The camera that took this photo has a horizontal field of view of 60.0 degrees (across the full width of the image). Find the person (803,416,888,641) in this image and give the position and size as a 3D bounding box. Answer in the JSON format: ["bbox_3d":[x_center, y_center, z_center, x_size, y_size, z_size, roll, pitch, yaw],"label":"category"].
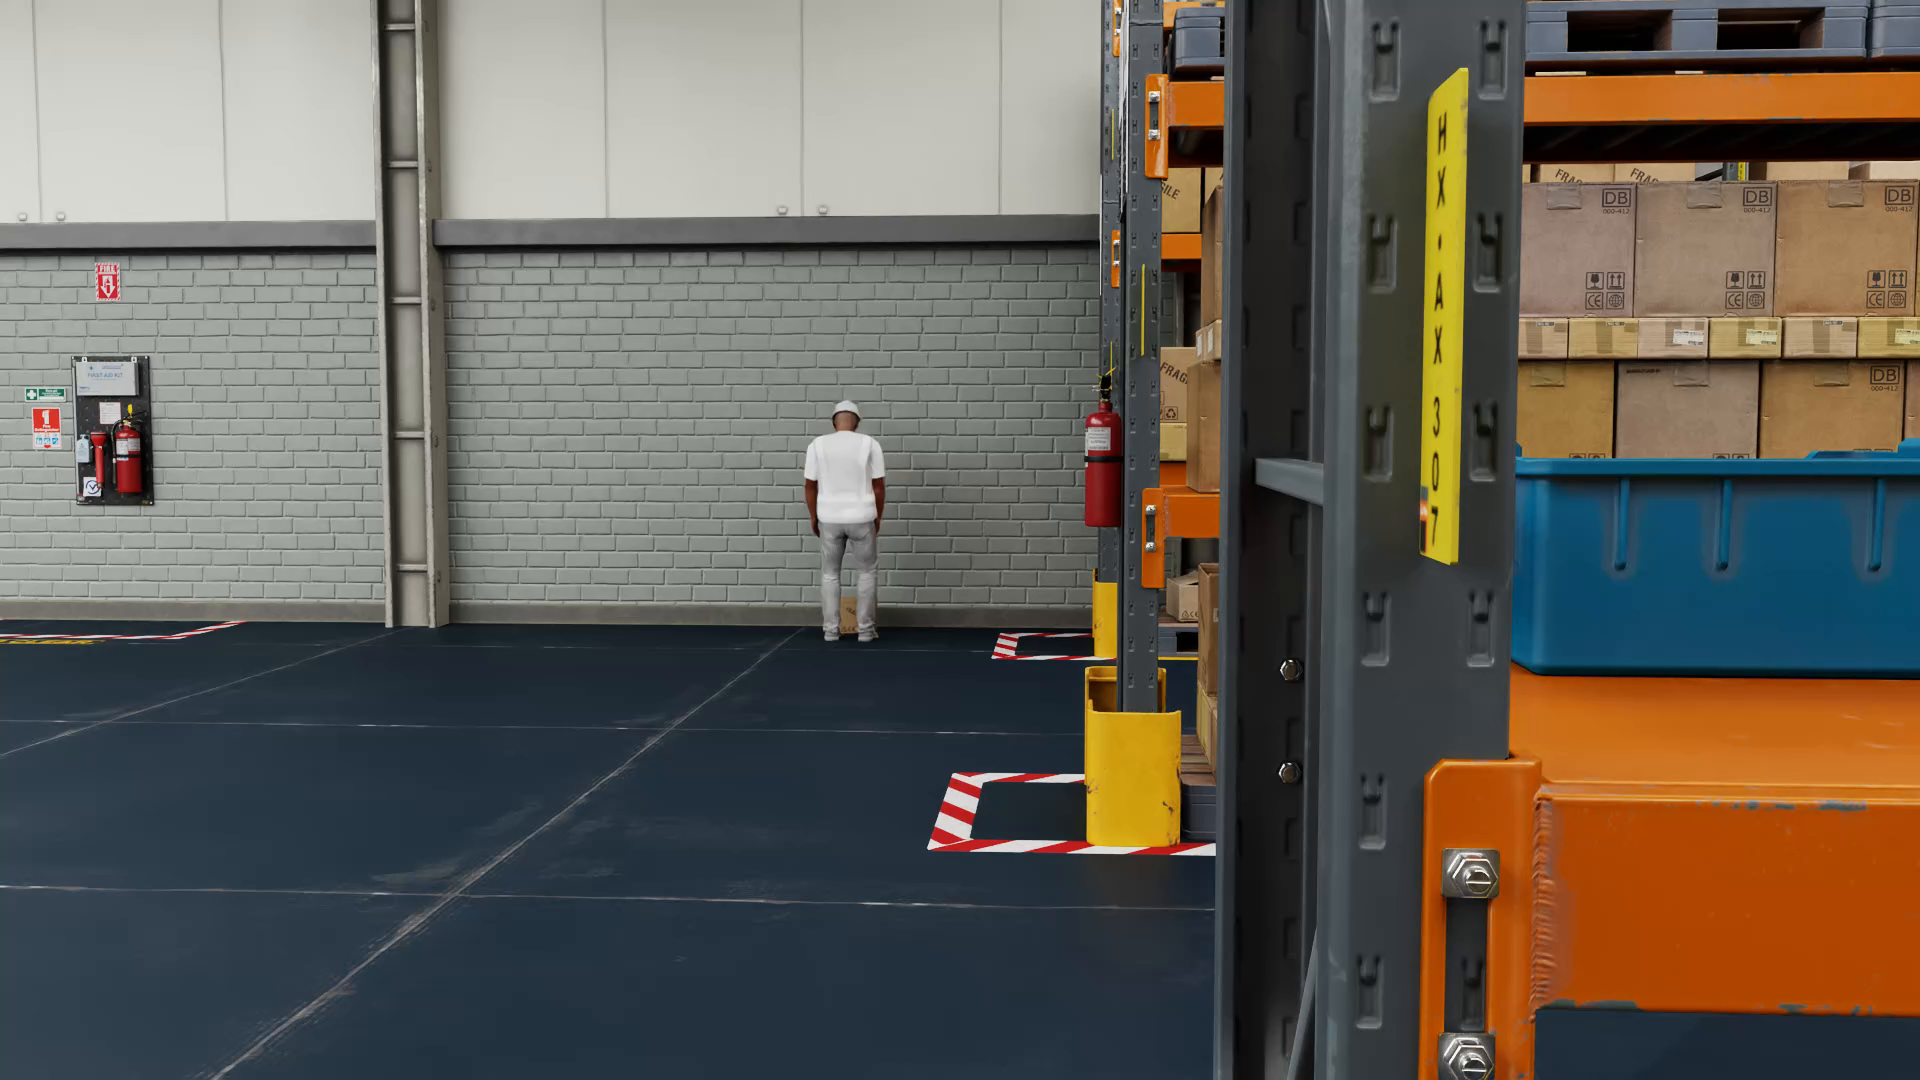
[{"bbox_3d":[-0.830,-0.086,12.005,0.616,1.613,0.599,0,4,5],"label":"person"}]
